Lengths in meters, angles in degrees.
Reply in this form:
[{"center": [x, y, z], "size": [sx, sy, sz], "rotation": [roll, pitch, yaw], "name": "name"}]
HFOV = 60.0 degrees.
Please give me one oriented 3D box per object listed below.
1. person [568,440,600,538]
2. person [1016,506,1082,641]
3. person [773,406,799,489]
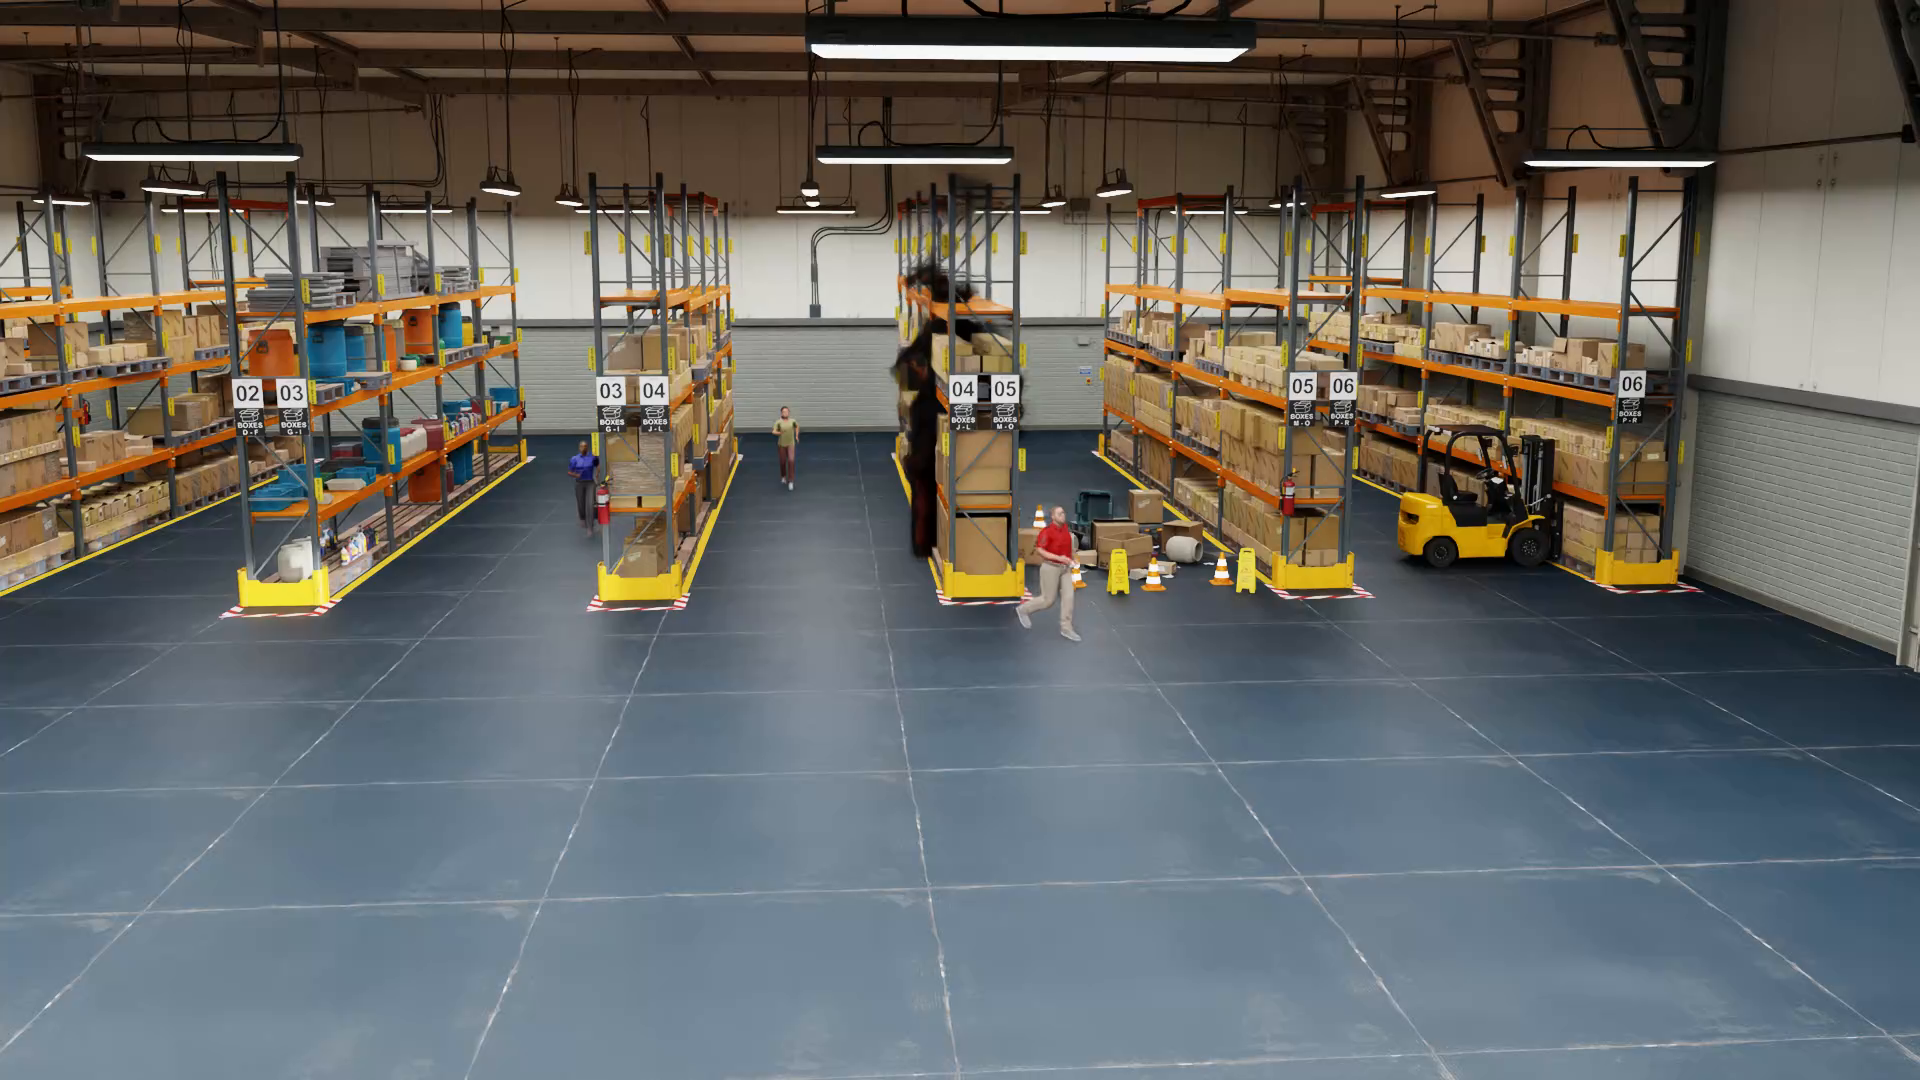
[{"center": [-6.543, -0.908, 29.036], "size": [0.579, 1.645, 0.923], "rotation": [-2, 10, -14], "name": "person"}, {"center": [1.223, 0.412, 21.498], "size": [0.871, 1.735, 0.672], "rotation": [9, 13, 41], "name": "person"}, {"center": [-3.646, -1.960, 34.871], "size": [0.562, 1.689, 0.912], "rotation": [-1, 10, -7], "name": "person"}]
